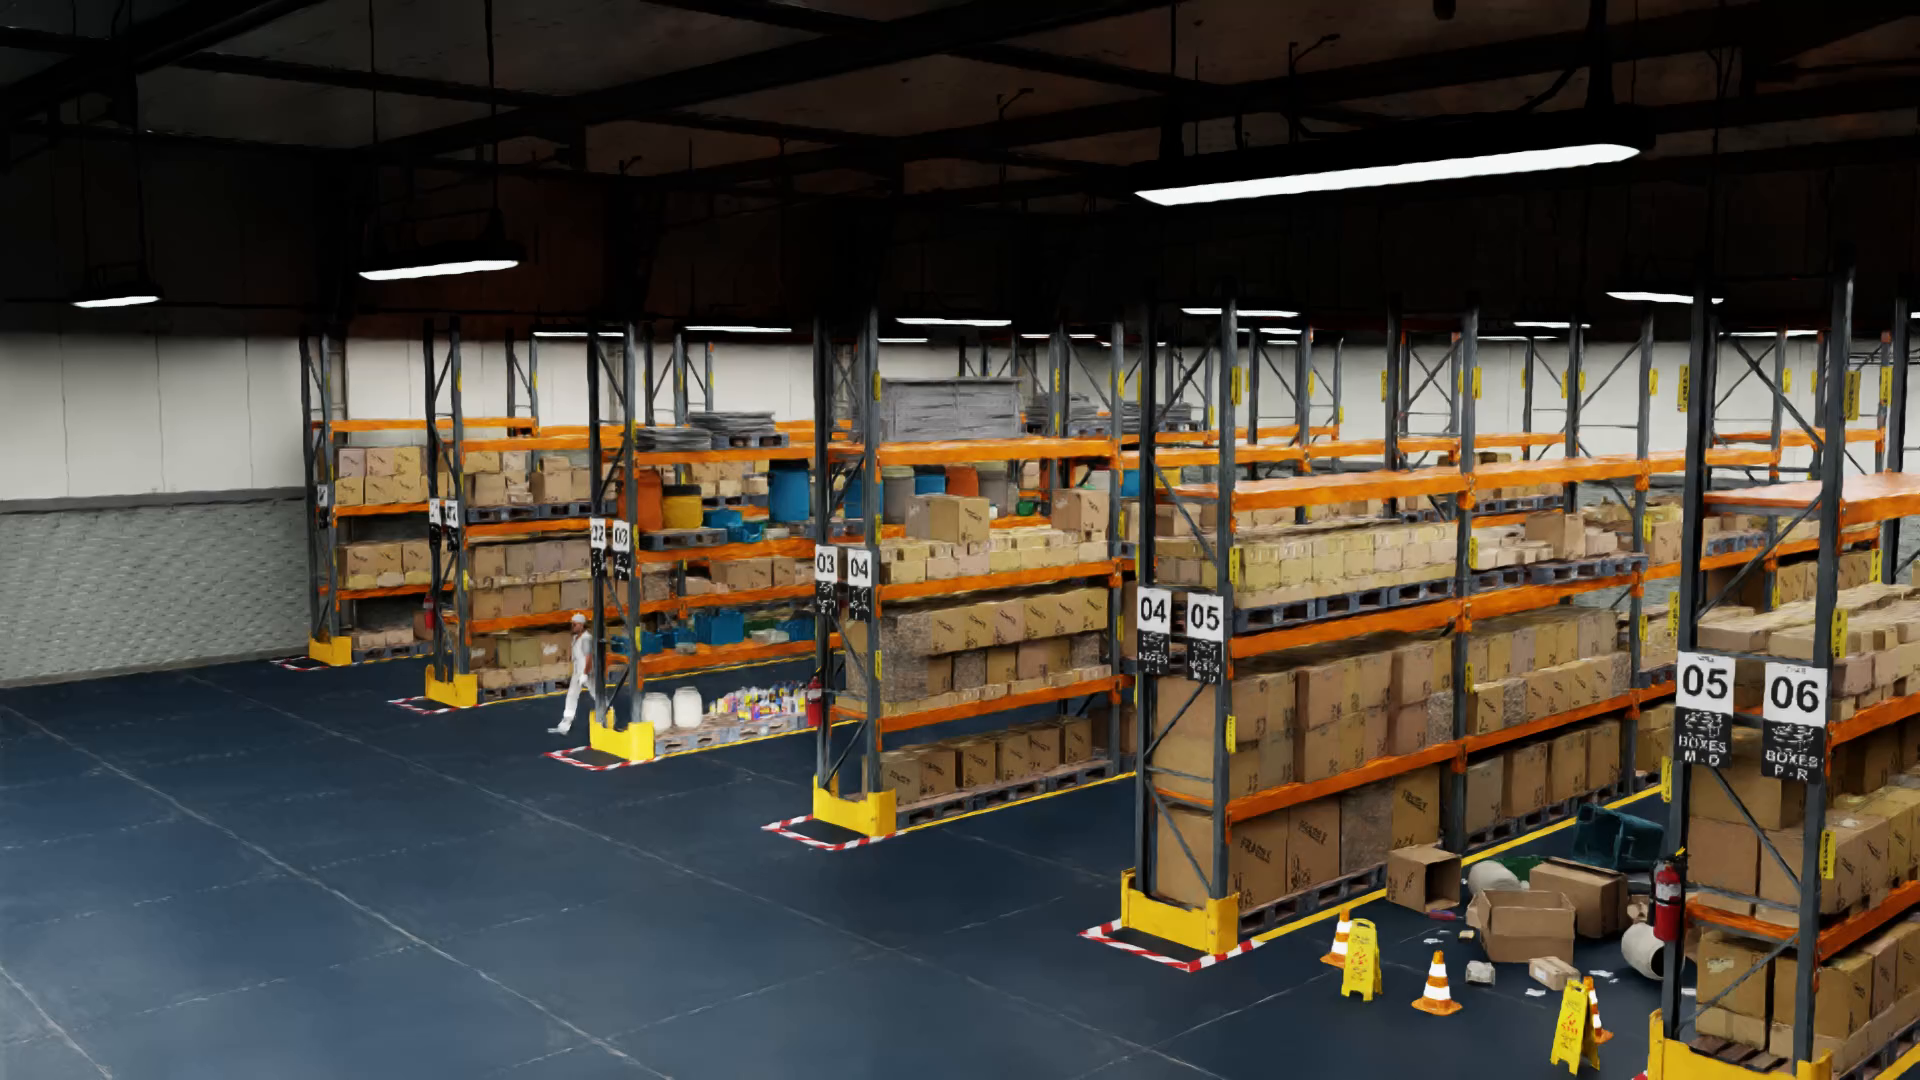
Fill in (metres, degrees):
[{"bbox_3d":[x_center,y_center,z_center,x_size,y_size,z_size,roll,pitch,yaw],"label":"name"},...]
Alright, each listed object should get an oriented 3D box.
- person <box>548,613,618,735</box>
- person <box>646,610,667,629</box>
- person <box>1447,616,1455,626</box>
[{"bbox_3d":[-5.386,1.904,23.743,1.045,1.736,0.564,-5,8,-42],"label":"person"},{"bbox_3d":[-5.661,1.224,31.027,0.592,1.592,0.526,6,8,44],"label":"person"},{"bbox_3d":[7.333,1.874,24.691,1.088,1.545,0.447,-5,8,-40],"label":"person"}]
